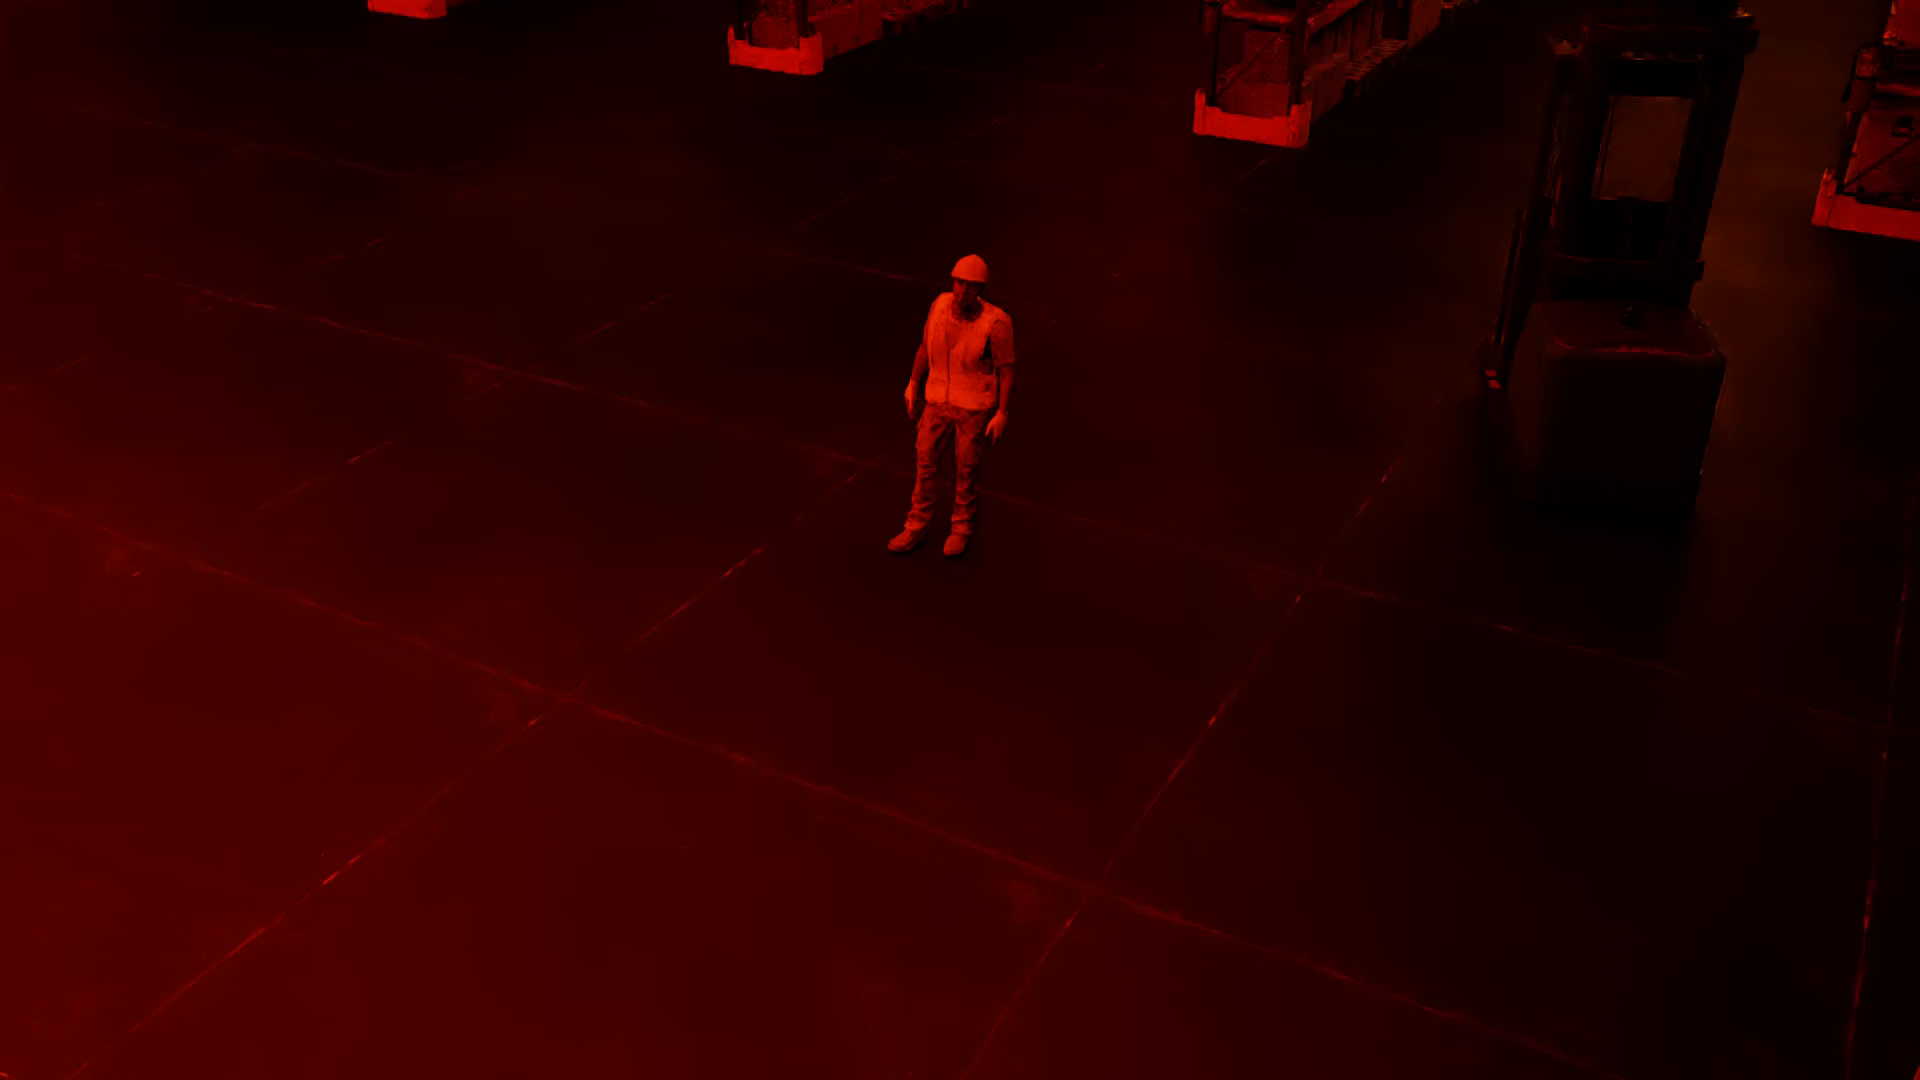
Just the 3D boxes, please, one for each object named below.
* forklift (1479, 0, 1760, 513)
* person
[{"bbox_3d":[4.208,-2.153,10.802,1.130,2.935,3.031,4,30,8],"label":"forklift"},{"bbox_3d":[-0.042,-0.749,9.502,0.655,1.782,0.576,15,33,25],"label":"person"}]
